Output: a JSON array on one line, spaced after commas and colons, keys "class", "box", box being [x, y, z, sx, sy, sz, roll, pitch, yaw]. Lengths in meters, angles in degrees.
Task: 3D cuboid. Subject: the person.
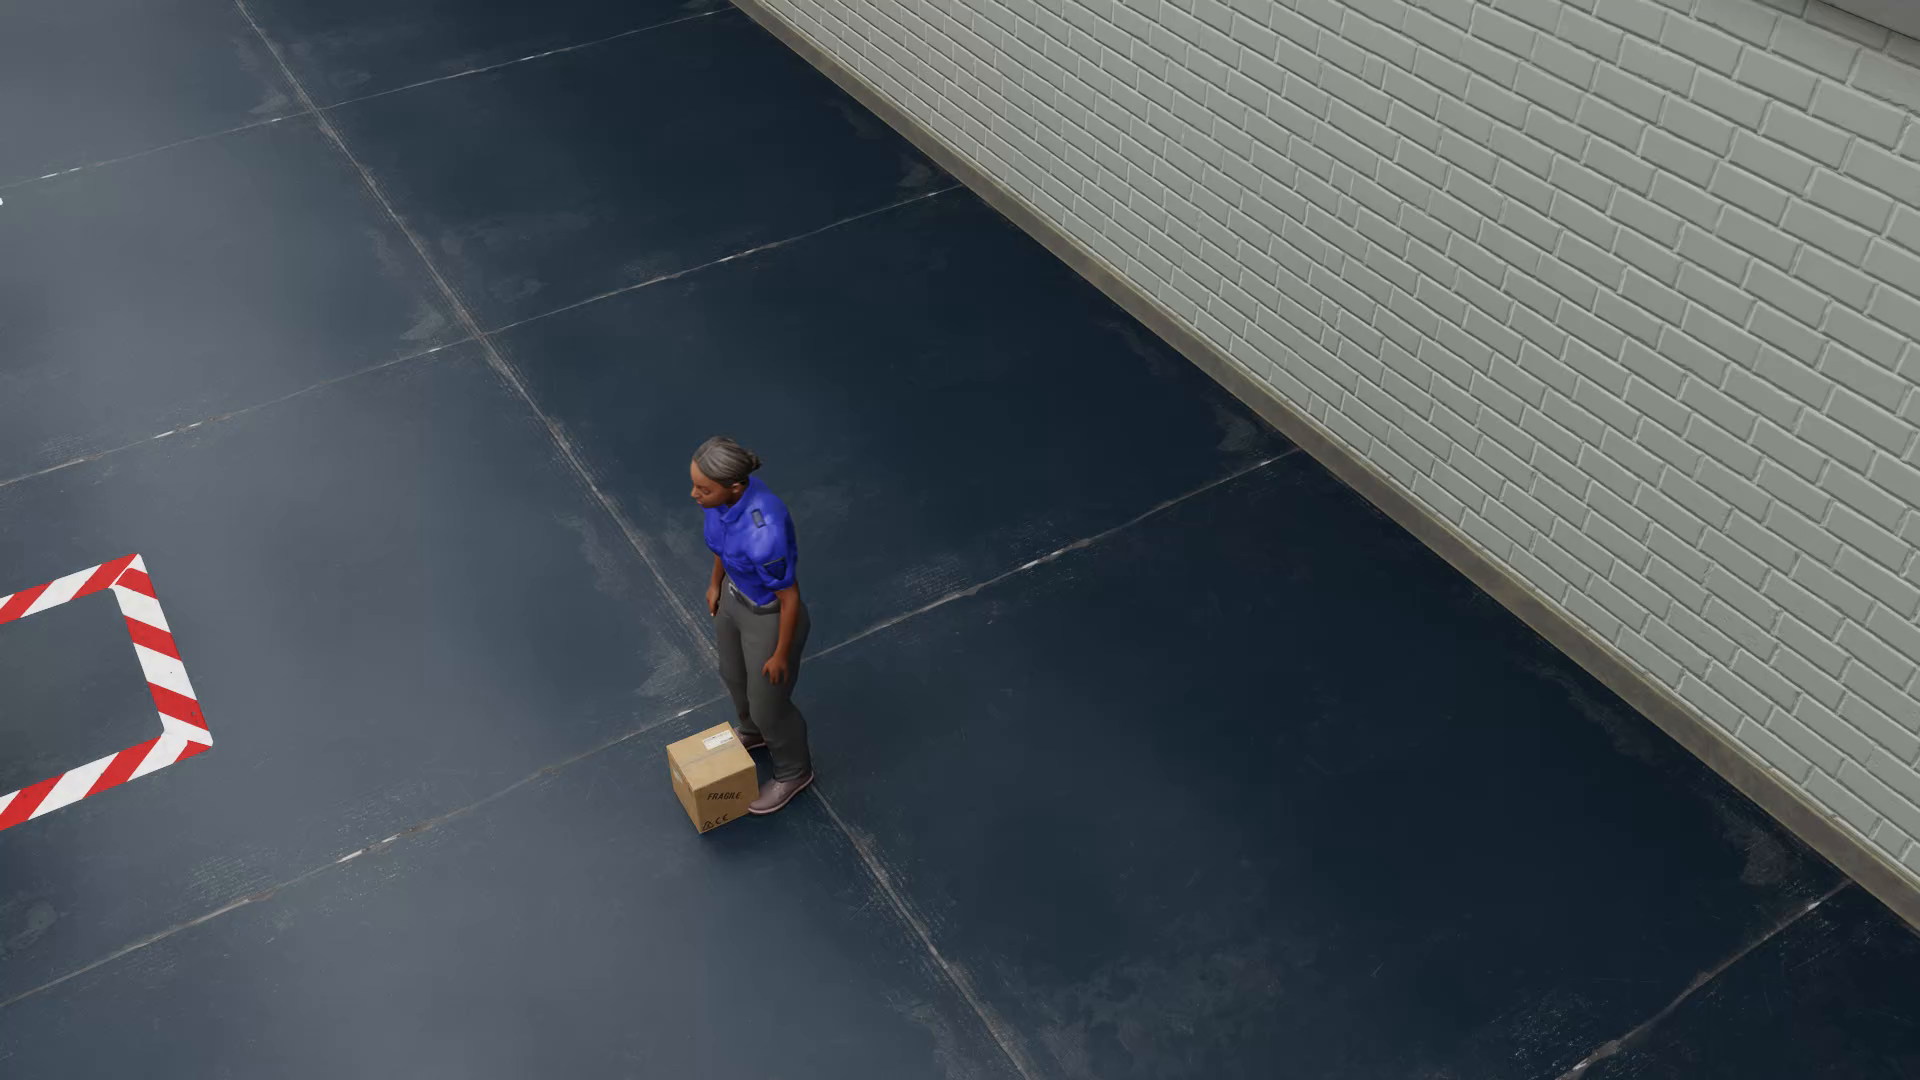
[{"class": "person", "box": [-0.731, 0.270, 5.851, 0.351, 1.655, 0.522, -24, 46, -25]}]
